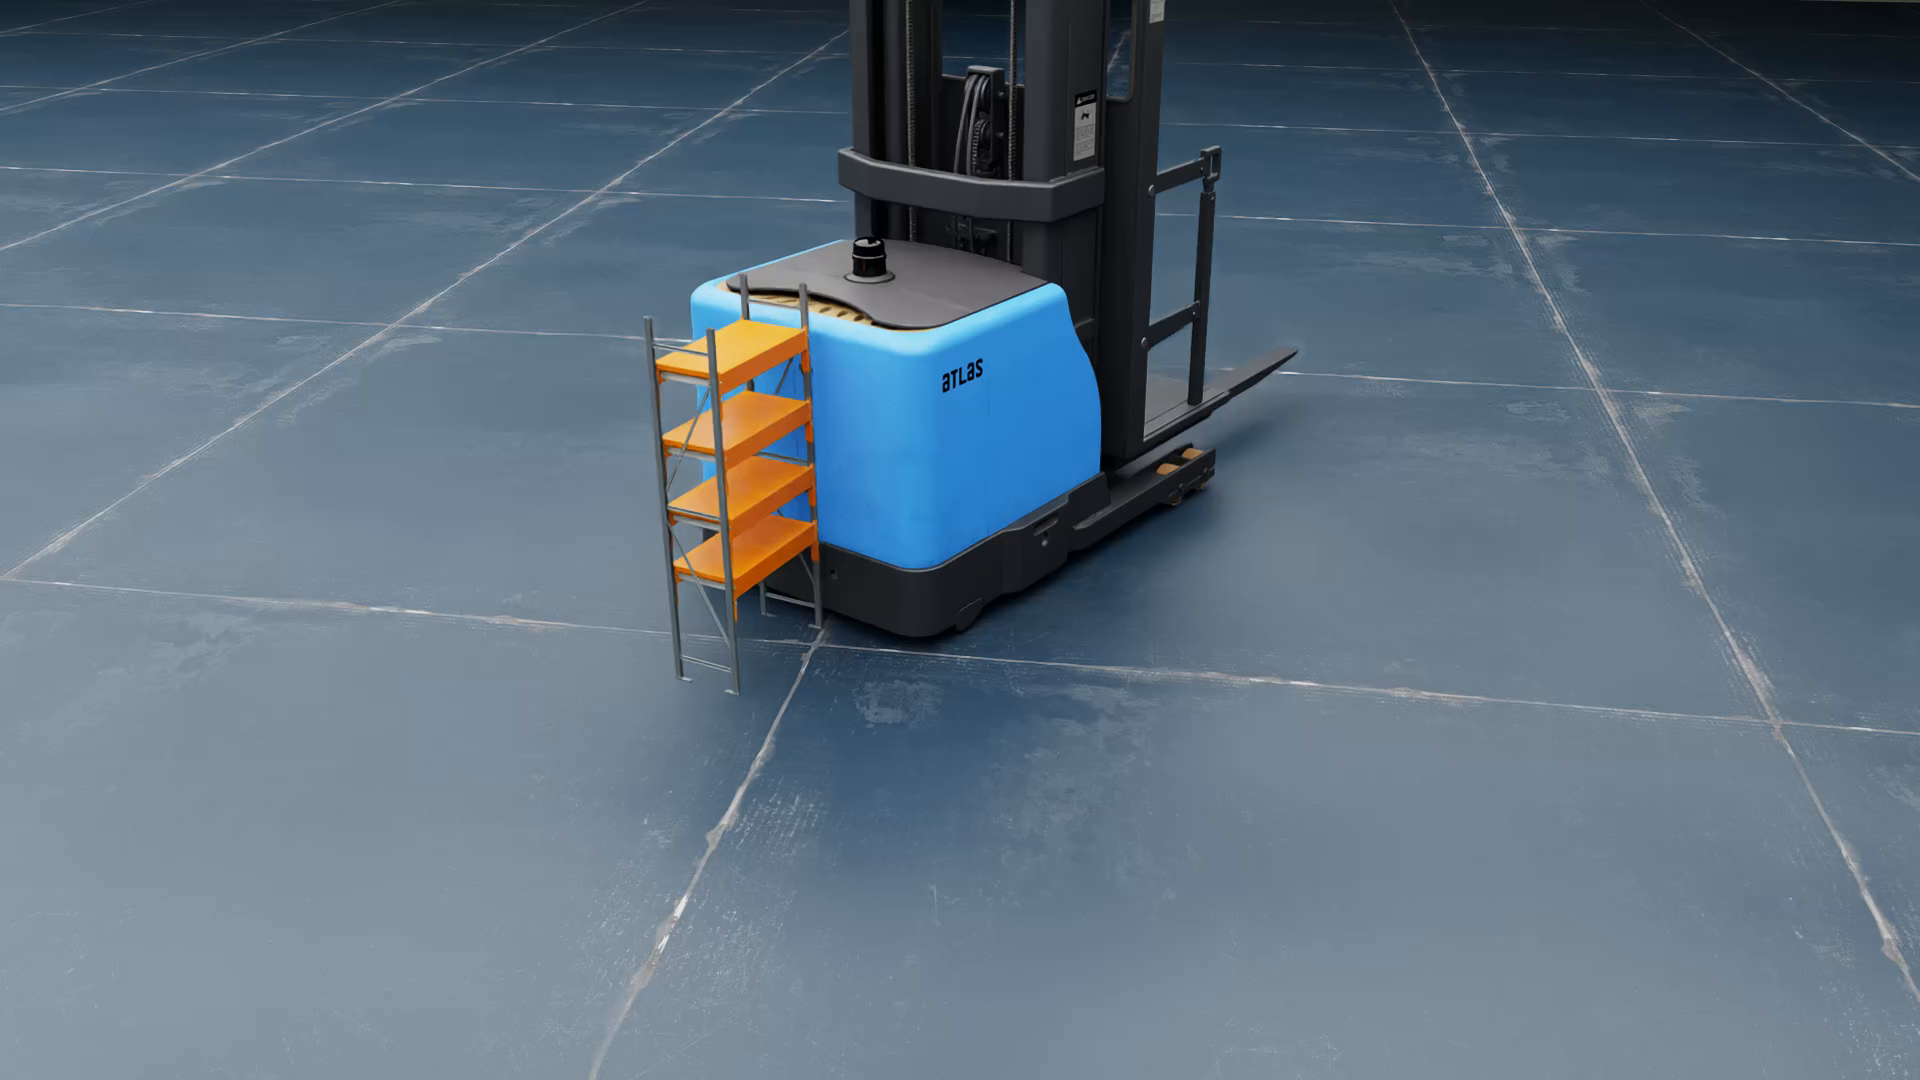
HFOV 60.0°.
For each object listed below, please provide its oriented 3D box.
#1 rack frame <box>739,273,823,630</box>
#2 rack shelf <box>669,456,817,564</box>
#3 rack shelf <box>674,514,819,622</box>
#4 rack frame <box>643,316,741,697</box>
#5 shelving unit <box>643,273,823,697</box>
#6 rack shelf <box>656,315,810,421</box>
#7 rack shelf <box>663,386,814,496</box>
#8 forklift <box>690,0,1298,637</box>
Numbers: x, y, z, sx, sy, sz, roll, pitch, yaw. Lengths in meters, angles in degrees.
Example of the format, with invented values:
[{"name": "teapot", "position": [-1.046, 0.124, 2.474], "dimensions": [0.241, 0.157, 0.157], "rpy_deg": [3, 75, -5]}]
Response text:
[{"name": "rack frame", "position": [-0.574, -0.264, 5.391], "dimensions": [0.240, 1.200, 0.015], "rpy_deg": [12, 28, 25]}, {"name": "rack shelf", "position": [-0.686, -0.110, 5.224], "dimensions": [0.258, 0.148, 0.480], "rpy_deg": [12, 28, 25]}, {"name": "rack shelf", "position": [-0.685, 0.069, 5.309], "dimensions": [0.258, 0.148, 0.480], "rpy_deg": [12, 28, 25]}, {"name": "rack frame", "position": [-0.799, -0.078, 5.000], "dimensions": [0.240, 1.200, 0.015], "rpy_deg": [12, 28, 25]}, {"name": "shelving unit", "position": [-0.687, -0.171, 5.195], "dimensions": [0.258, 1.200, 0.503], "rpy_deg": [12, 28, 25]}, {"name": "rack shelf", "position": [-0.689, -0.526, 5.027], "dimensions": [0.258, 0.148, 0.480], "rpy_deg": [12, 28, 25]}, {"name": "rack shelf", "position": [-0.688, -0.313, 5.128], "dimensions": [0.258, 0.148, 0.480], "rpy_deg": [12, 28, 25]}, {"name": "forklift", "position": [0.371, -1.574, 6.156], "dimensions": [1.130, 2.935, 3.031], "rpy_deg": [18, 30, 33]}]
